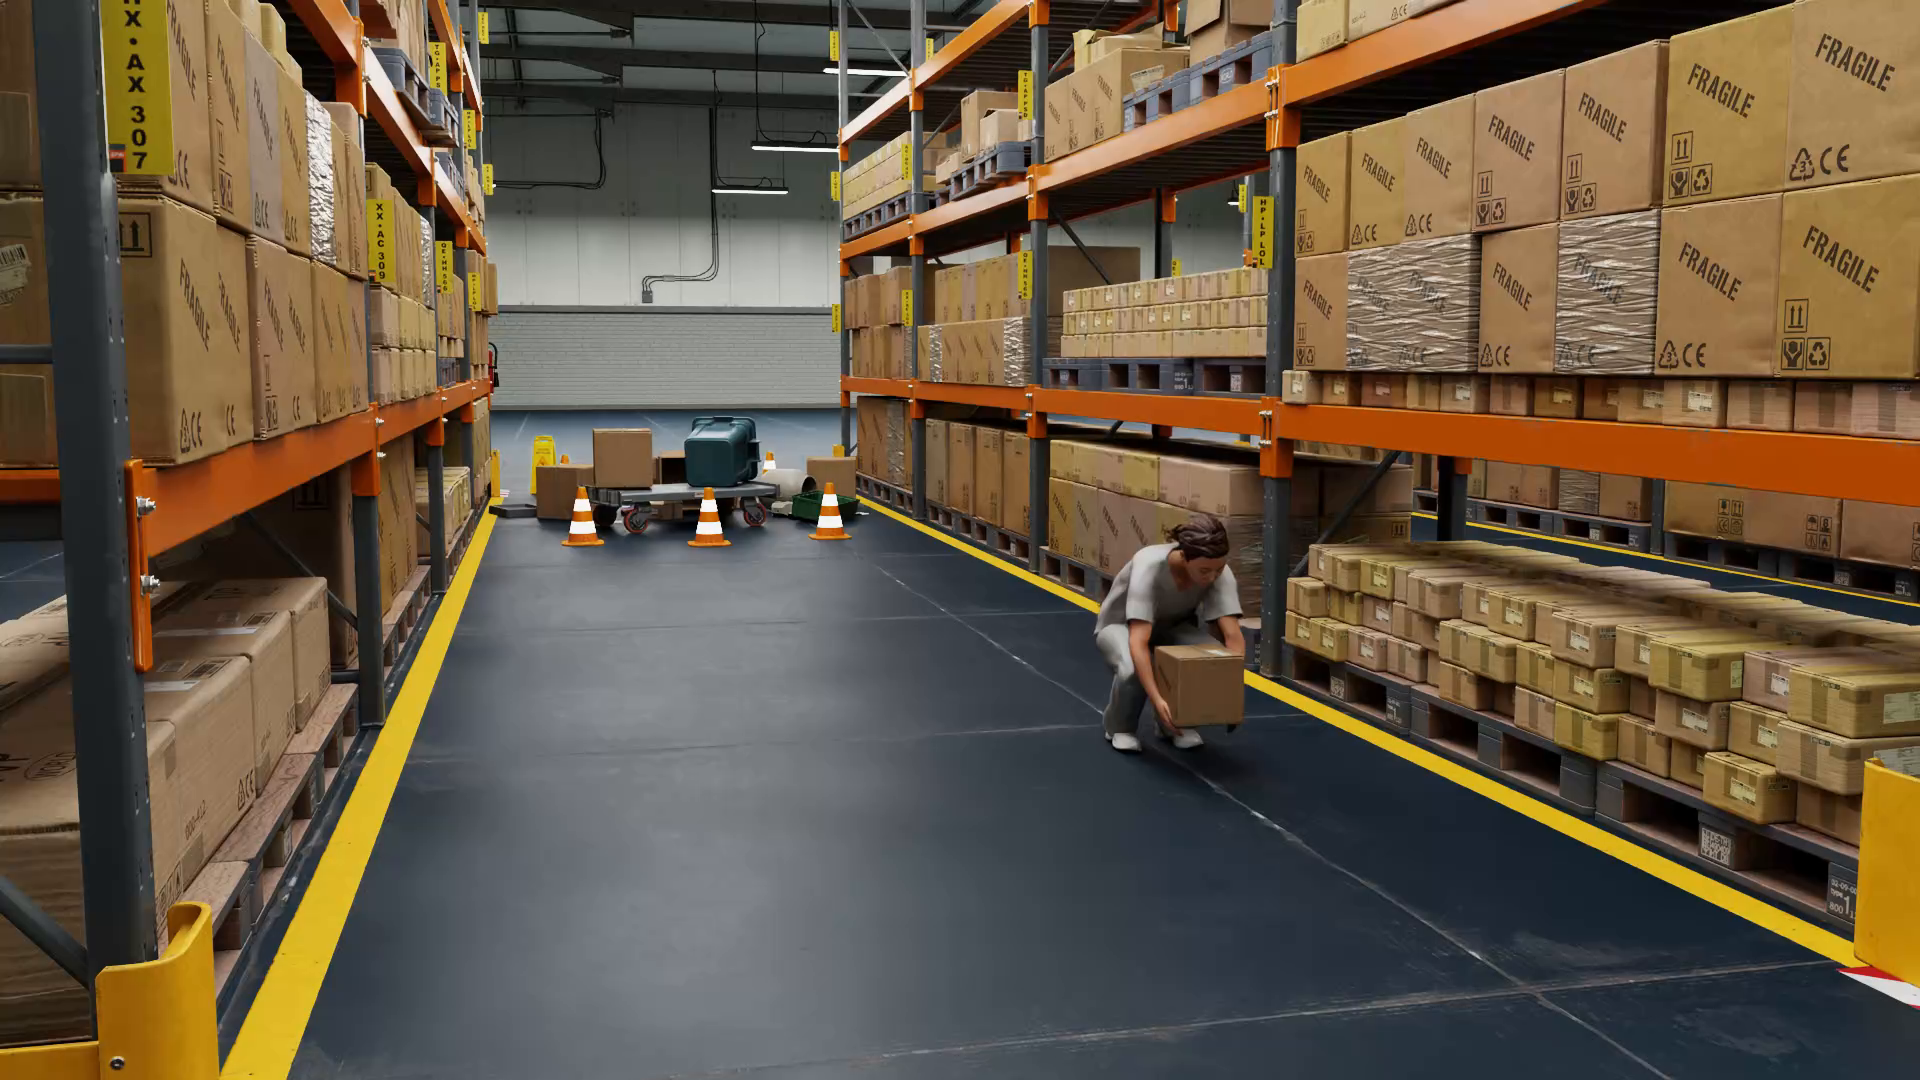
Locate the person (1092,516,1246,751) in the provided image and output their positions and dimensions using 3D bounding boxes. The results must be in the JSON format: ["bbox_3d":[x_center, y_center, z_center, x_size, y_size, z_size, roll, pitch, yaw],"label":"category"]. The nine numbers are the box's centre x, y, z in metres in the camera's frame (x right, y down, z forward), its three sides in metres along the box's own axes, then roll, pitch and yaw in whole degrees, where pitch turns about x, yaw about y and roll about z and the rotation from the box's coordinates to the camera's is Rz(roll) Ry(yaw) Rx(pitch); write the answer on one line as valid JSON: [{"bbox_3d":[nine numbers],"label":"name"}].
[{"bbox_3d":[0.800,0.353,6.352,0.488,0.935,0.803,-2,6,-14],"label":"person"}]
